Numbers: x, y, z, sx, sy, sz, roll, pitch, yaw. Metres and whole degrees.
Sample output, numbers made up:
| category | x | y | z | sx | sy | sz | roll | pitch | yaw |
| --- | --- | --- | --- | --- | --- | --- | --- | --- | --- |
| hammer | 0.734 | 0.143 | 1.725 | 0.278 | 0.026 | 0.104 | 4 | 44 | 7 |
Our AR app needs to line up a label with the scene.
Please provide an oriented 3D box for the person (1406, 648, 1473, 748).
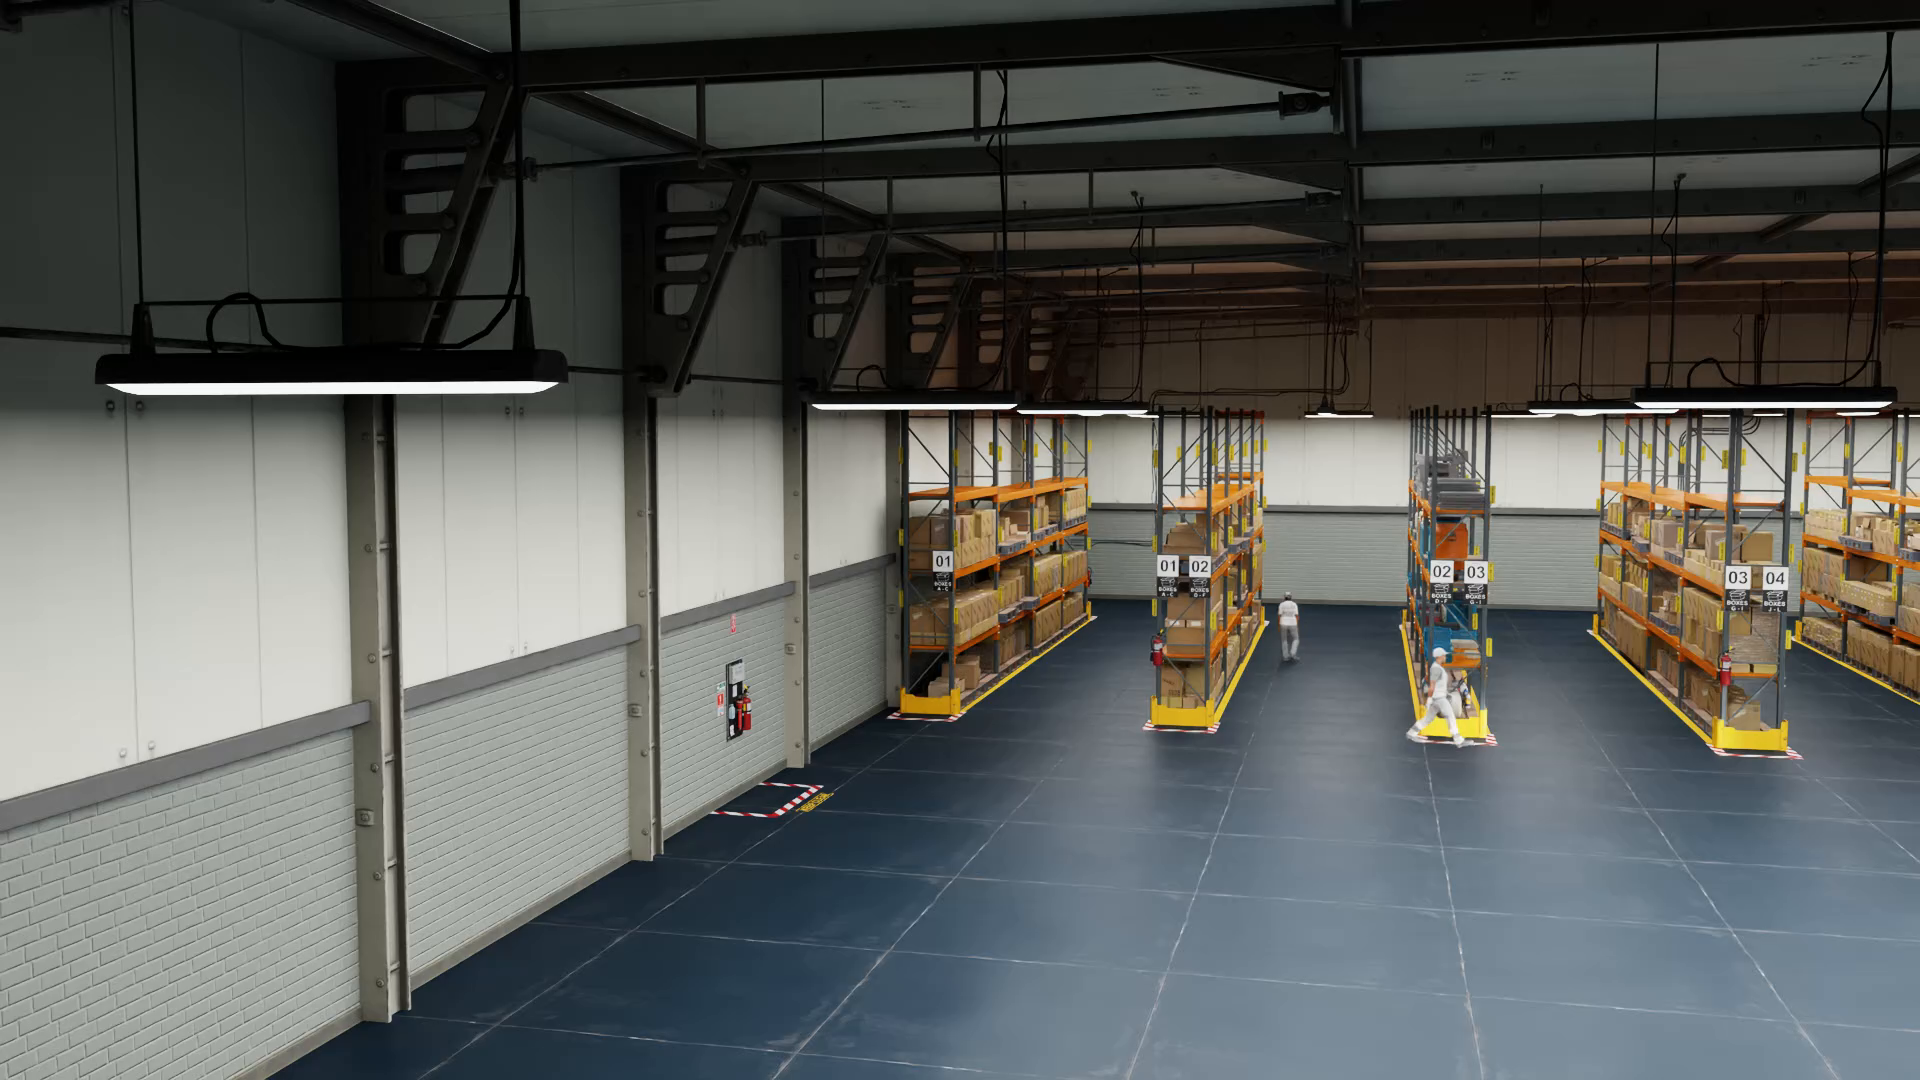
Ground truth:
| category | x | y | z | sx | sy | sz | roll | pitch | yaw |
| --- | --- | --- | --- | --- | --- | --- | --- | --- | --- |
| person | 8.435 | 2.762 | 29.243 | 1.099 | 1.732 | 0.587 | 1 | 4 | 7 |

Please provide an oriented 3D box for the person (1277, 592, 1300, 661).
| category | x | y | z | sx | sy | sz | roll | pitch | yaw |
| --- | --- | --- | --- | --- | --- | --- | --- | --- | --- |
| person | 7.825 | 2.063 | 39.574 | 0.536 | 1.660 | 0.506 | 1 | 4 | 11 |
